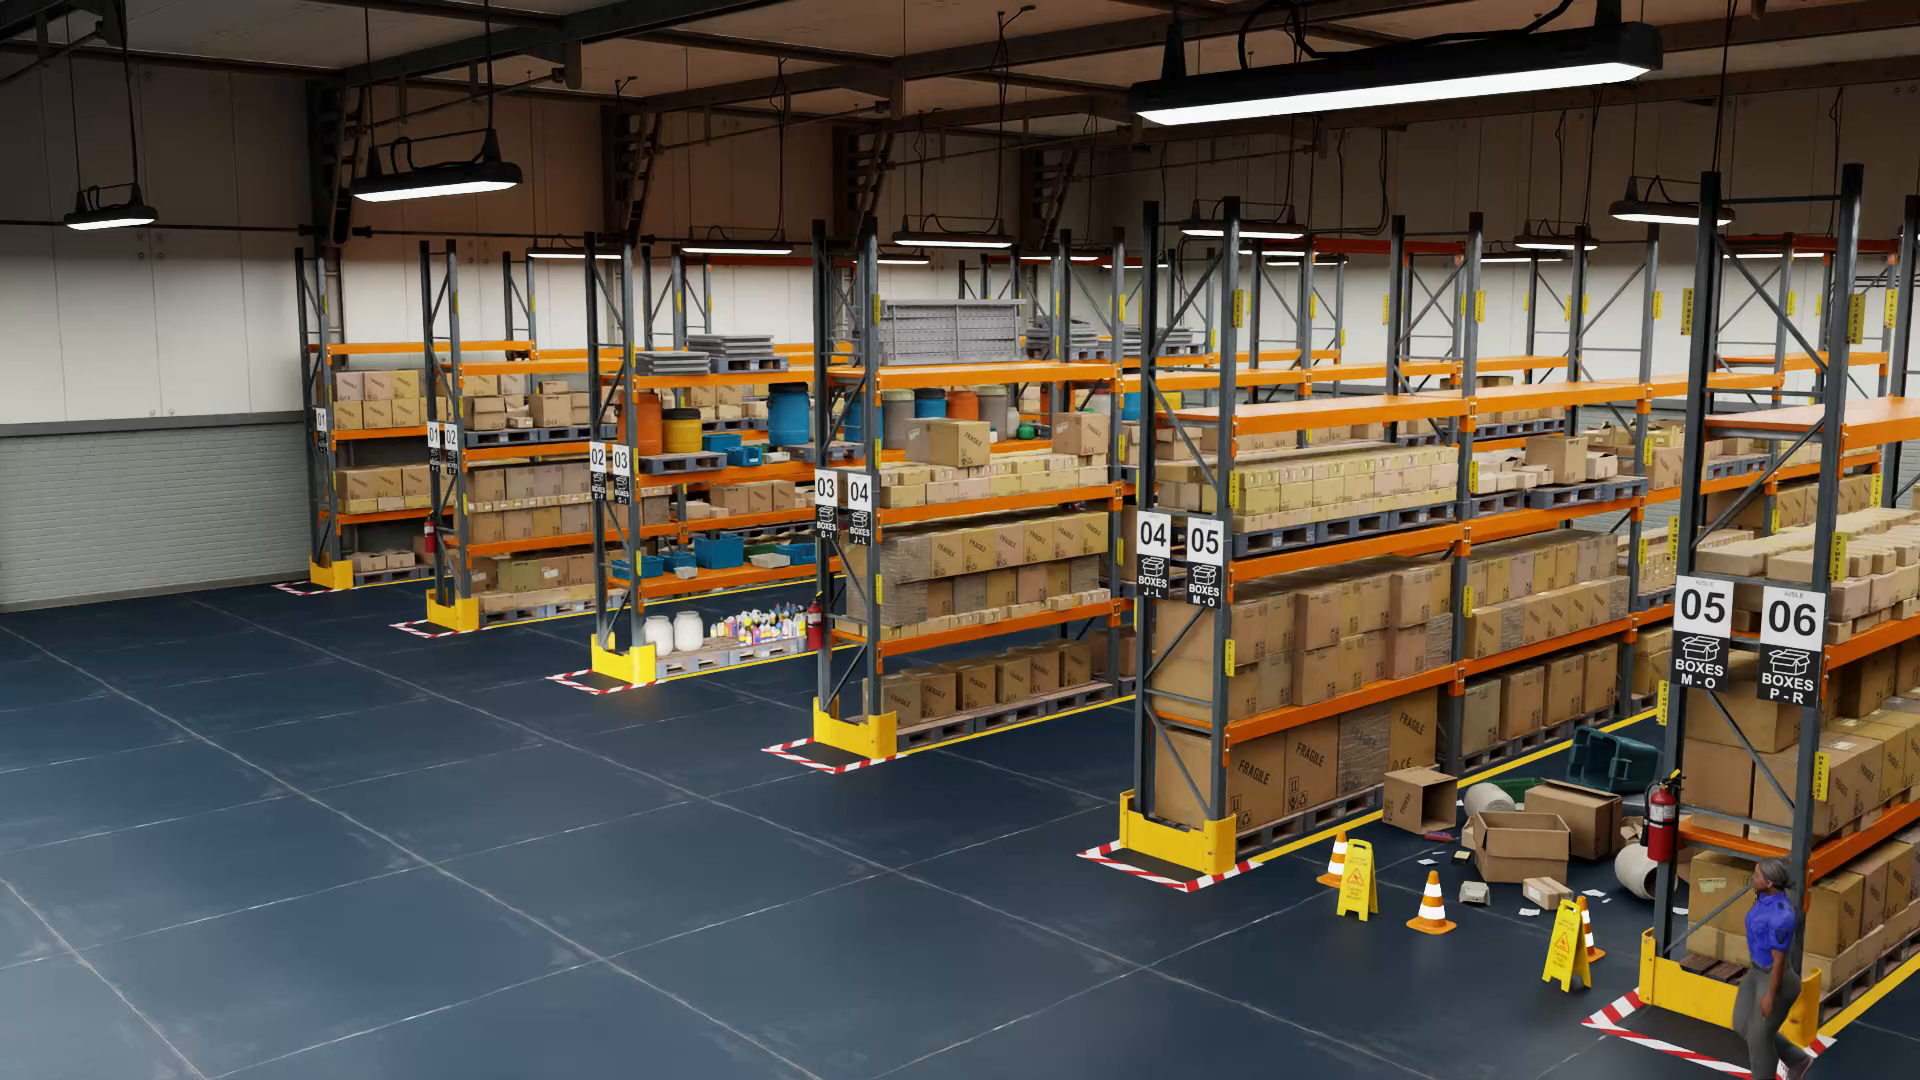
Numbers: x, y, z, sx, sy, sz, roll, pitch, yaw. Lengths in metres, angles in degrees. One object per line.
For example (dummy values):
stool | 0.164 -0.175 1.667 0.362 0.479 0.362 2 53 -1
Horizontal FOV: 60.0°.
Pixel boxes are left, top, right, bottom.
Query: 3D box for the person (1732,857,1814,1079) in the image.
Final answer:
person | 5.203 2.806 10.549 0.579 1.643 0.434 0 8 3
